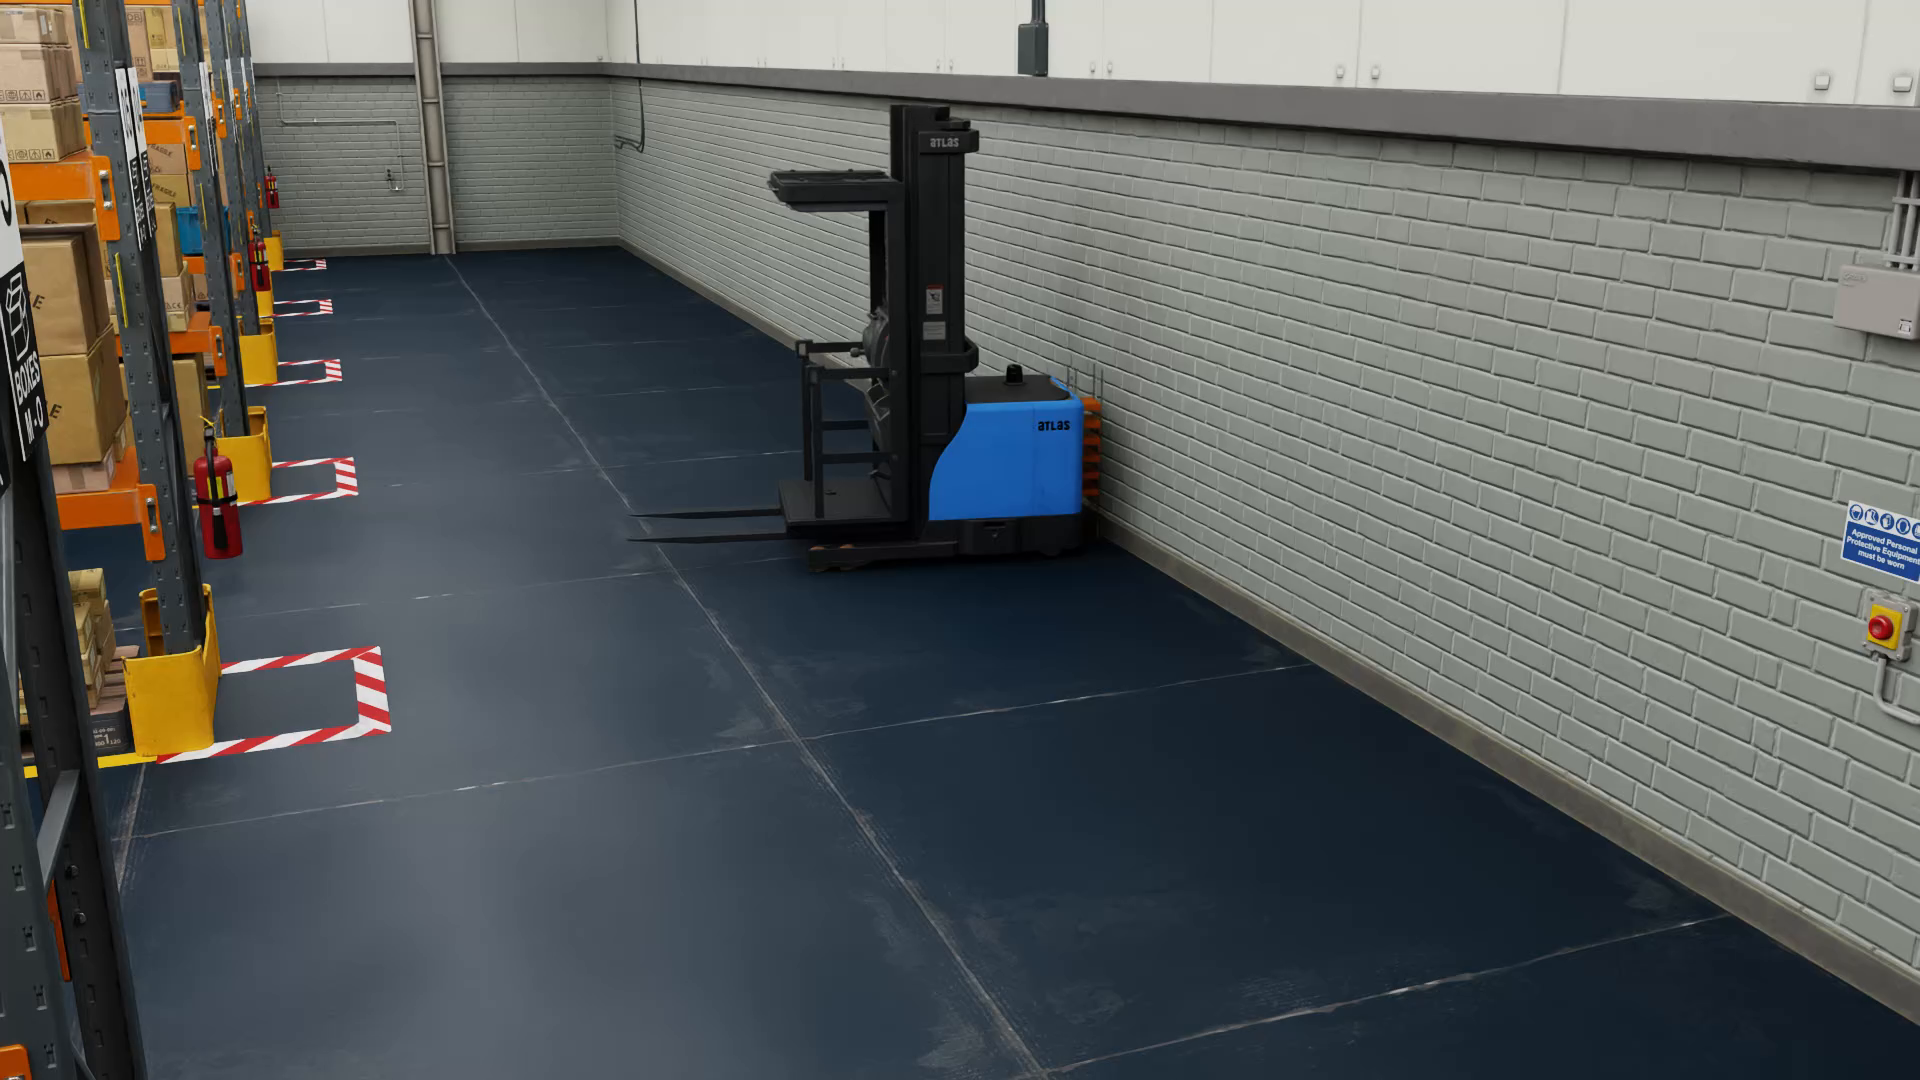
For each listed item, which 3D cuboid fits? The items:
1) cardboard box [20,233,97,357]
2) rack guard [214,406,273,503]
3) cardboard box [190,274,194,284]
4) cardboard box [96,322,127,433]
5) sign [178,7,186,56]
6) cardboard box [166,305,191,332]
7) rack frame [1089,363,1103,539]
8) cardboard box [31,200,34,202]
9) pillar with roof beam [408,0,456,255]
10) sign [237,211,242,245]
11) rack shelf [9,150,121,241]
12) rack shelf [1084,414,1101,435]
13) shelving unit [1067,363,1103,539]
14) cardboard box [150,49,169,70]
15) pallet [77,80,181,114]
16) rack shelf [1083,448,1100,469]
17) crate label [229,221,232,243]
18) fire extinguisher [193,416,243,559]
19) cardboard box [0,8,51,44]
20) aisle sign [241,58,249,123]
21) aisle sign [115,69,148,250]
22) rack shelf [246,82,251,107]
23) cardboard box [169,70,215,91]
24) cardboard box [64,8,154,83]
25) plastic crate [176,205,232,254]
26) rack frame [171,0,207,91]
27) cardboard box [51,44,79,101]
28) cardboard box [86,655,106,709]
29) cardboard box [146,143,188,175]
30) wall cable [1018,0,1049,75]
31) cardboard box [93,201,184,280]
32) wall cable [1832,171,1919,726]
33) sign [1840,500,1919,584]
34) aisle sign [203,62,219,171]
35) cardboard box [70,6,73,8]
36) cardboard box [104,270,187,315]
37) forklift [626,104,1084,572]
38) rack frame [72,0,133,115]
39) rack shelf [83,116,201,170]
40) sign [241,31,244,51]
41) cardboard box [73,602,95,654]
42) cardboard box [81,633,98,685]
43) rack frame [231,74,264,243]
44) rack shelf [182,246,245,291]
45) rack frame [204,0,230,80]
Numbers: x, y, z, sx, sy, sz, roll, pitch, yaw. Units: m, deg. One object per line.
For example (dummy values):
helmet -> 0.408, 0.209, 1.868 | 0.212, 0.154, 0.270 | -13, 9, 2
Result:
cardboard box -> -4.290, -1.123, 7.619 | 0.500, 0.500, 0.500 | -7, 18, -21
rack guard -> -5.609, -0.682, 13.035 | 0.348, 0.500, 1.175 | -6, 17, -20
cardboard box -> -10.249, -3.347, 21.773 | 0.500, 0.250, 0.500 | -6, 17, -20
cardboard box -> -4.470, -0.782, 8.233 | 0.500, 0.500, 0.500 | -5, 17, -17
sign -> -5.451, -3.561, 11.647 | 0.005, 0.325, 0.100 | -6, 17, -20
cardboard box -> -5.847, -1.636, 12.293 | 0.250, 0.149, 0.380 | -6, 17, -19
rack frame -> 0.945, -0.616, 11.566 | 0.006, 1.200, 0.240 | -2, 17, -9
cardboard box -> -11.390, -4.213, 20.443 | 0.500, 0.500, 0.500 | -6, 17, -20
pillar with roof beam -> -7.197, -8.035, 22.988 | 0.400, 9.000, 9.100 | -6, 17, -20
sign -> -7.192, -3.118, 16.602 | 0.005, 0.325, 0.100 | -6, 17, -20
rack shelf -> -5.819, -1.457, 7.188 | 4.000, 0.370, 1.077 | -6, 17, -20
rack shelf -> 0.855, -0.800, 11.497 | 0.180, 0.103, 0.258 | -2, 17, -9
shelving unit -> 0.855, -0.612, 11.552 | 0.189, 1.200, 0.258 | -2, 17, -9
cardboard box -> -10.028, -5.924, 20.503 | 0.500, 0.250, 0.500 | -6, 17, -20
pallet -> -6.321, -3.199, 12.000 | 1.213, 0.211, 1.003 | -6, 17, -20
rack shelf -> 0.854, -0.570, 11.565 | 0.180, 0.103, 0.258 | -2, 17, -9
crate label -> -7.752, -3.193, 17.337 | 0.303, 0.233, 0.416 | -6, 17, -20
fire extinguisher -> -3.551, -0.252, 7.932 | 0.183, 0.674, 0.296 | -6, 17, -20
cardboard box -> -4.157, -2.252, 7.290 | 0.250, 0.149, 0.380 | -6, 18, -21
aisle sign -> -9.000, -5.660, 20.934 | 0.004, 0.787, 0.394 | -6, 17, -20
aisle sign -> -3.776, -1.740, 7.586 | 0.004, 0.787, 0.394 | -6, 17, -20
rack shelf -> -12.817, -6.682, 24.980 | 4.000, 0.370, 1.077 | -6, 17, -20
cardboard box -> -9.558, -5.732, 20.737 | 0.500, 0.250, 0.500 | -6, 17, -20
cardboard box -> -6.098, -3.550, 11.938 | 0.500, 0.500, 0.700 | -7, 18, -23
plastic crate -> -7.650, -3.145, 16.816 | 0.499, 0.435, 0.616 | -6, 17, -20
rack frame -> -5.632, -4.758, 11.829 | 0.127, 3.000, 1.000 | -6, 17, -20
cardboard box -> -4.464, -2.194, 7.803 | 0.500, 0.250, 0.500 | -6, 17, -19
cardboard box -> -4.368, 0.710, 8.171 | 0.250, 0.149, 0.380 | -6, 17, -19
cardboard box -> -9.962, -4.845, 20.823 | 0.500, 0.500, 0.500 | -6, 17, -19
wall cable -> 0.882, -5.965, 10.229 | 0.120, 5.999, 2.277 | -6, 17, -20
cardboard box -> -5.993, -2.192, 12.145 | 0.500, 0.500, 0.500 | -6, 17, -19
wall cable -> 3.171, -0.349, 5.605 | 0.123, 1.953, 0.585 | -6, 17, -20
sign -> 3.211, 0.005, 5.779 | 0.001, 0.218, 0.327 | -6, 17, -20
aisle sign -> -5.672, -3.213, 12.602 | 0.004, 0.787, 0.394 | -6, 17, -20
cardboard box -> -10.573, -6.290, 20.419 | 0.500, 0.500, 0.700 | -6, 17, -20
cardboard box -> -5.989, -1.831, 12.249 | 0.500, 0.250, 0.500 | -6, 18, -21
forklift -> -0.732, -1.357, 11.018 | 3.031, 2.935, 1.130 | -3, 17, -9
rack frame -> -3.951, -3.443, 7.351 | 0.127, 3.000, 1.000 | -6, 17, -20
rack shelf -> -7.499, -2.772, 11.666 | 4.000, 0.370, 1.077 | -6, 17, -20
sign -> -10.768, -7.471, 24.961 | 0.005, 0.325, 0.100 | -6, 17, -20
cardboard box -> -4.355, 0.437, 8.046 | 0.250, 0.149, 0.380 | -6, 17, -19
cardboard box -> -4.342, 0.588, 8.060 | 0.250, 0.149, 0.380 | -7, 18, -22
rack frame -> -9.173, -4.486, 21.551 | 0.127, 3.000, 1.000 | -6, 17, -20
rack shelf -> -9.272, -2.636, 16.527 | 4.000, 0.370, 1.077 | -6, 17, -20
rack frame -> -7.404, -6.061, 16.267 | 0.127, 3.000, 1.000 | -6, 17, -20
